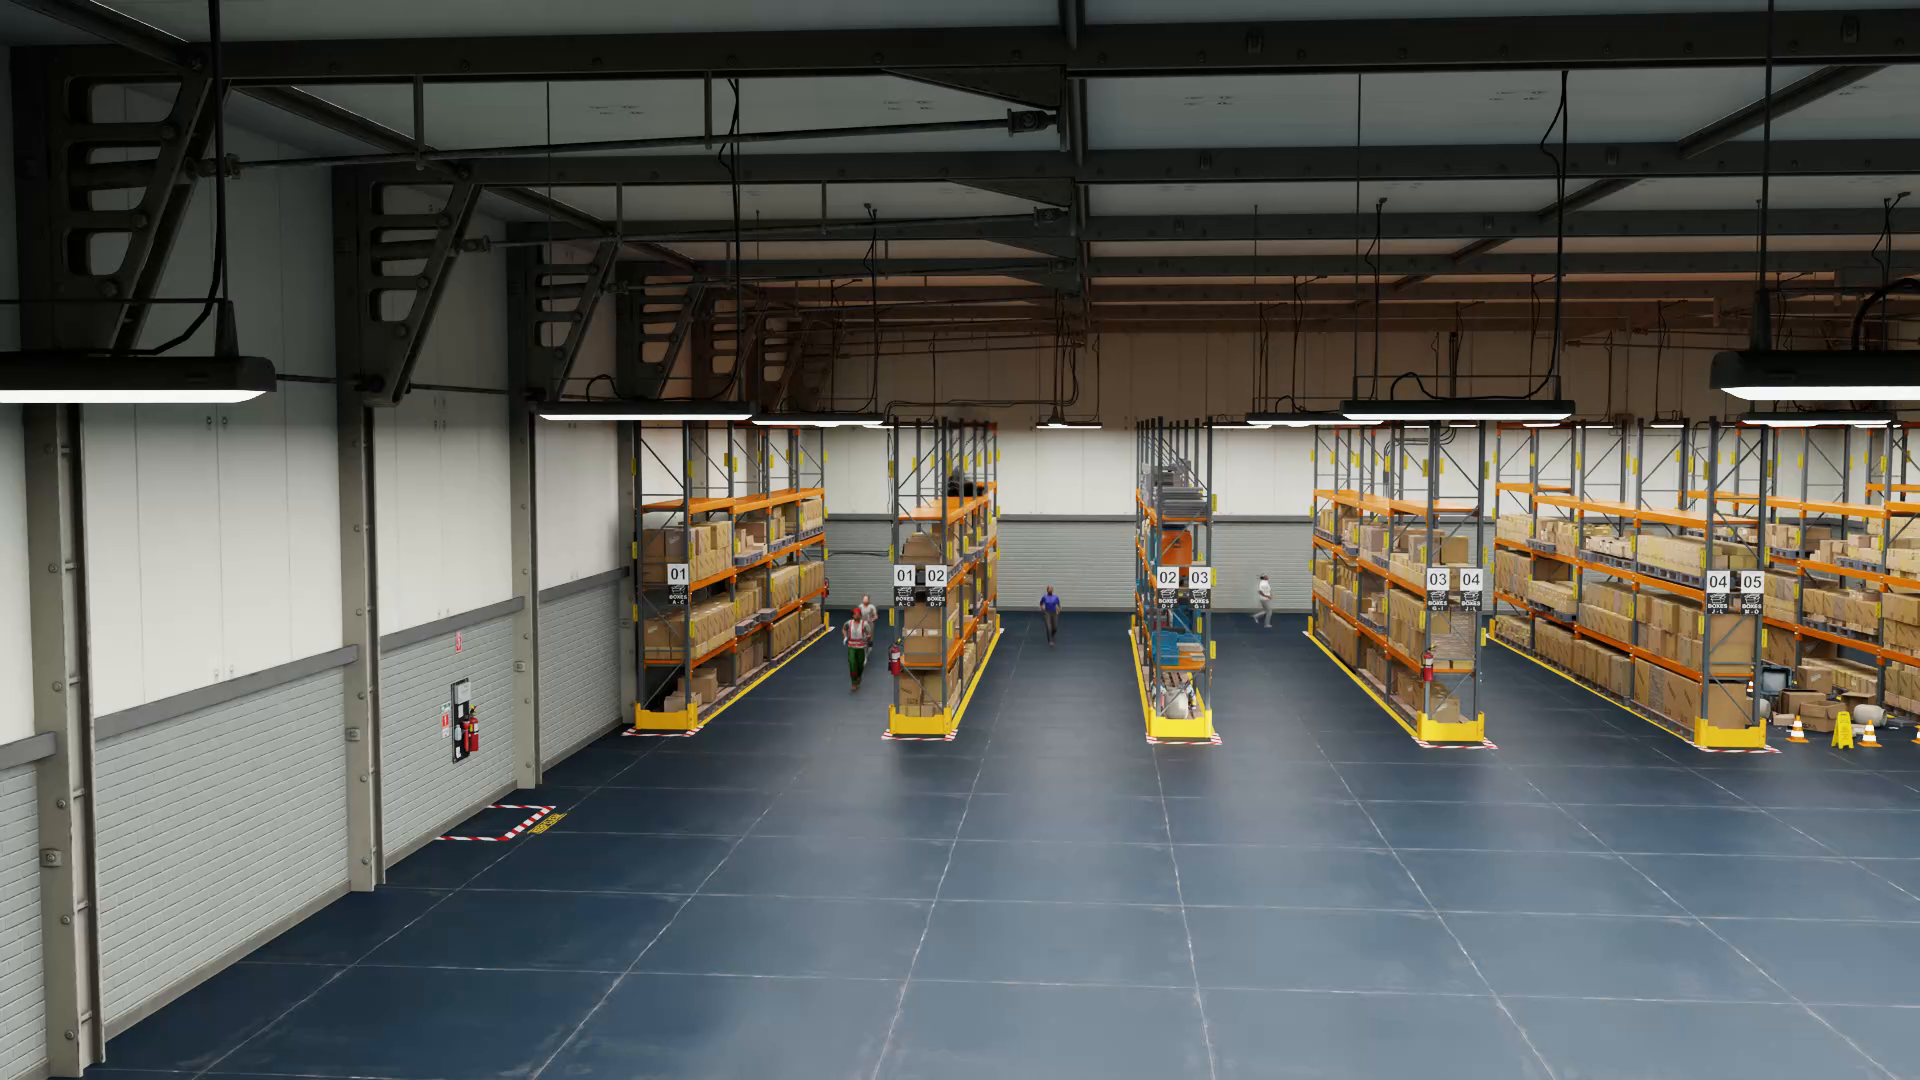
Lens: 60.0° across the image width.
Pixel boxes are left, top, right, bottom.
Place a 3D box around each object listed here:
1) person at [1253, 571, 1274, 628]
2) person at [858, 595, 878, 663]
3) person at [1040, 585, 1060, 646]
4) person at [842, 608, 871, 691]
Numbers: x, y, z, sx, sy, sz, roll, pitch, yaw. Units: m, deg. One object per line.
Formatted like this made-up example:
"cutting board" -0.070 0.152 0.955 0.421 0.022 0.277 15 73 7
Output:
"person" 8.844 1.730 48.506 0.612 1.651 0.576 1 4 17
"person" -2.324 2.195 41.593 0.537 1.677 1.114 0 4 1
"person" 2.415 2.016 44.456 0.555 1.609 0.550 0 4 -4
"person" -2.295 2.404 36.974 0.655 1.796 0.993 0 4 -2
